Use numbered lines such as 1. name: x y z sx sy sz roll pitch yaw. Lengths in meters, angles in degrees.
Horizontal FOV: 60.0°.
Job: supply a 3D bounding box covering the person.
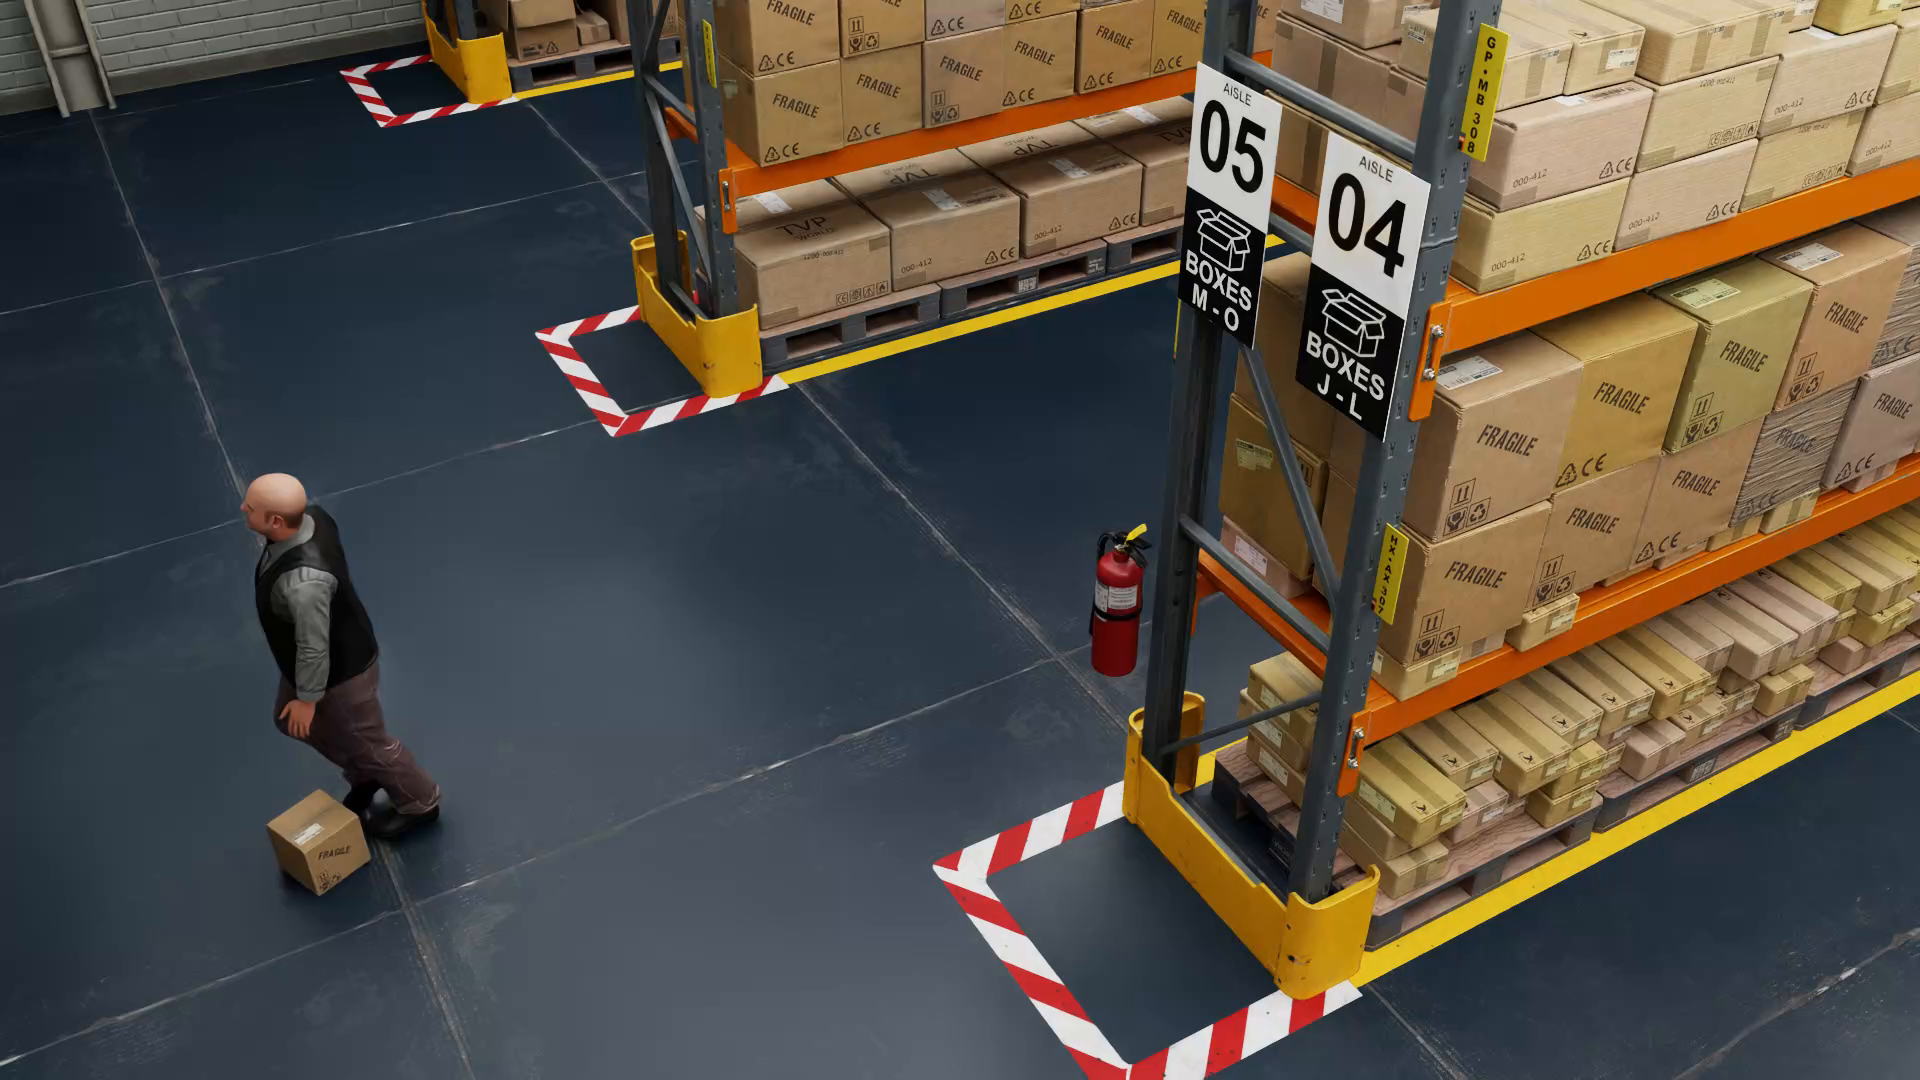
1. person: -2.385 0.477 6.303 0.541 1.760 0.567 -13 39 -17
